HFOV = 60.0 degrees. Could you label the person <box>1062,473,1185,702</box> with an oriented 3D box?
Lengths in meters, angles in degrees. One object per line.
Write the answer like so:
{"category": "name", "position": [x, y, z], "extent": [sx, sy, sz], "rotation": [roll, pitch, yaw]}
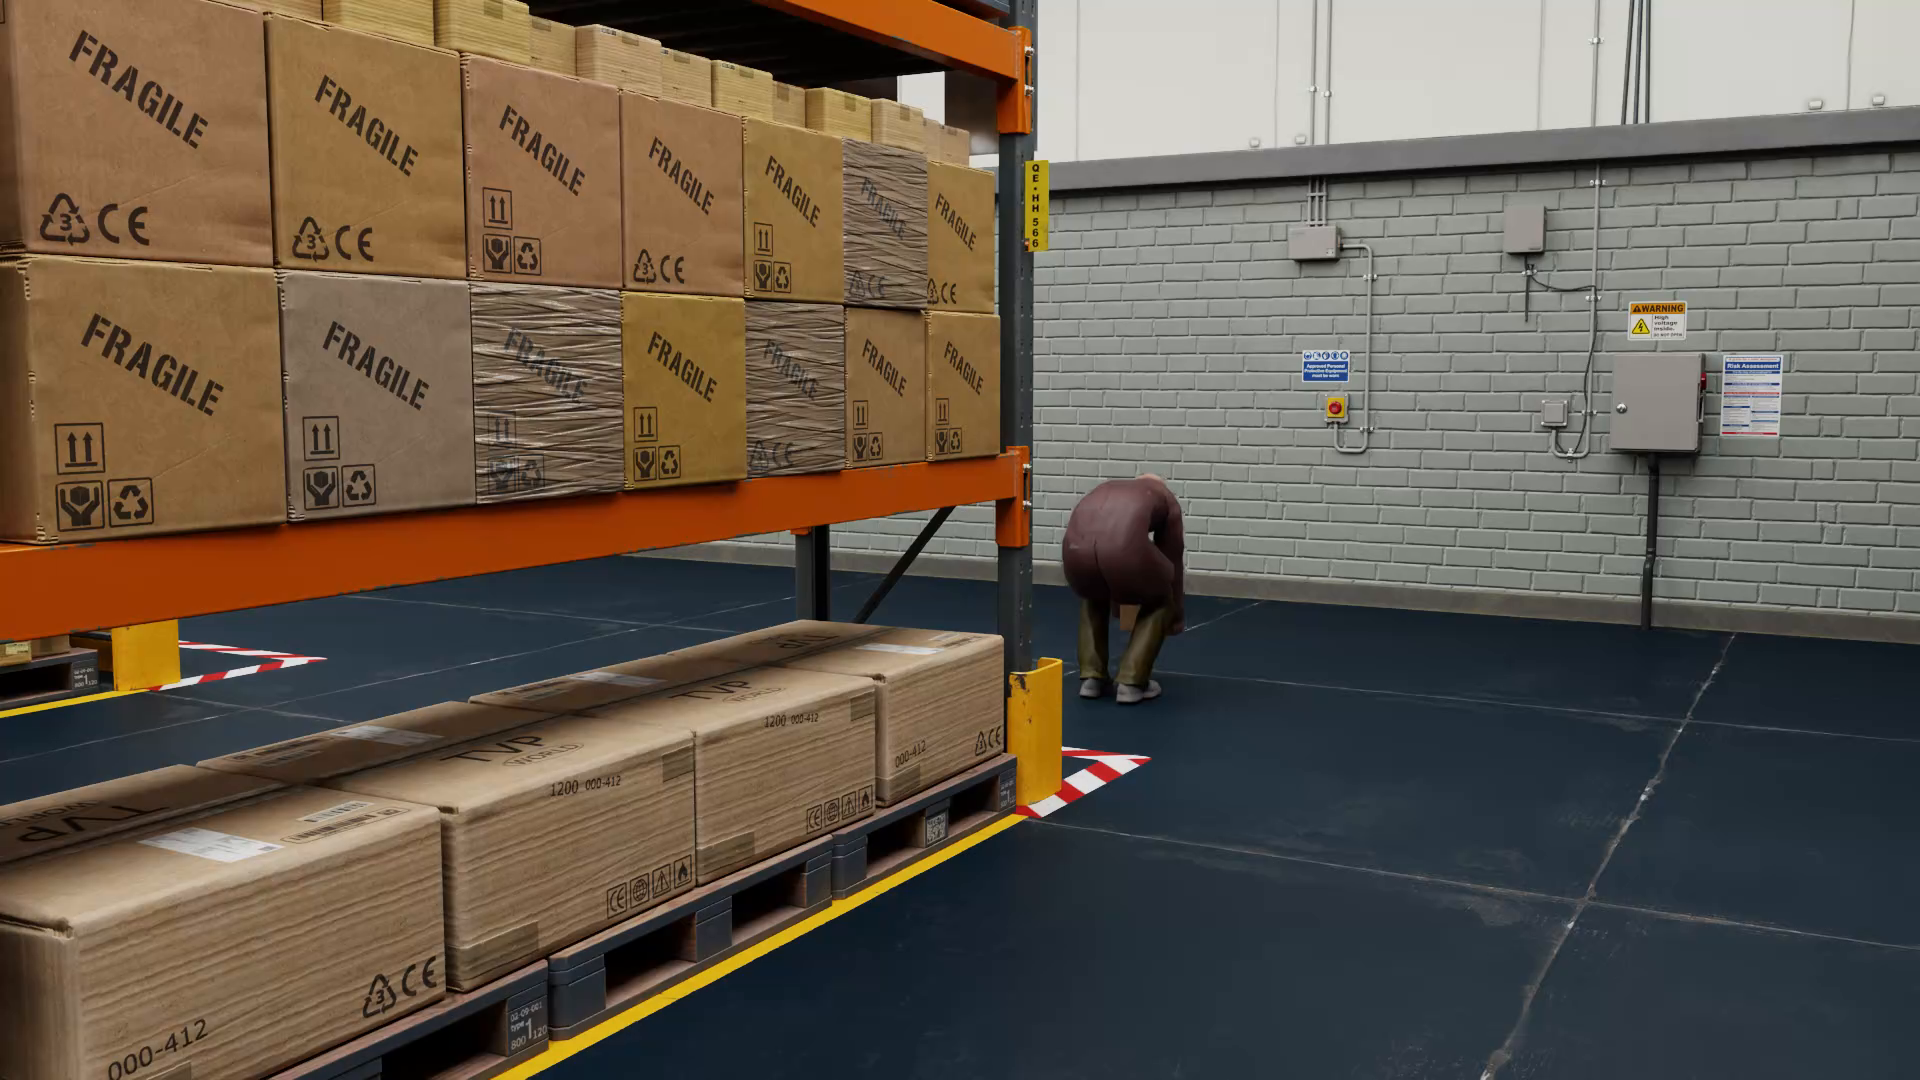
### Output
{"category": "person", "position": [0.842, 0.224, 8.314], "extent": [0.582, 1.078, 0.941], "rotation": [3, 6, 26]}
